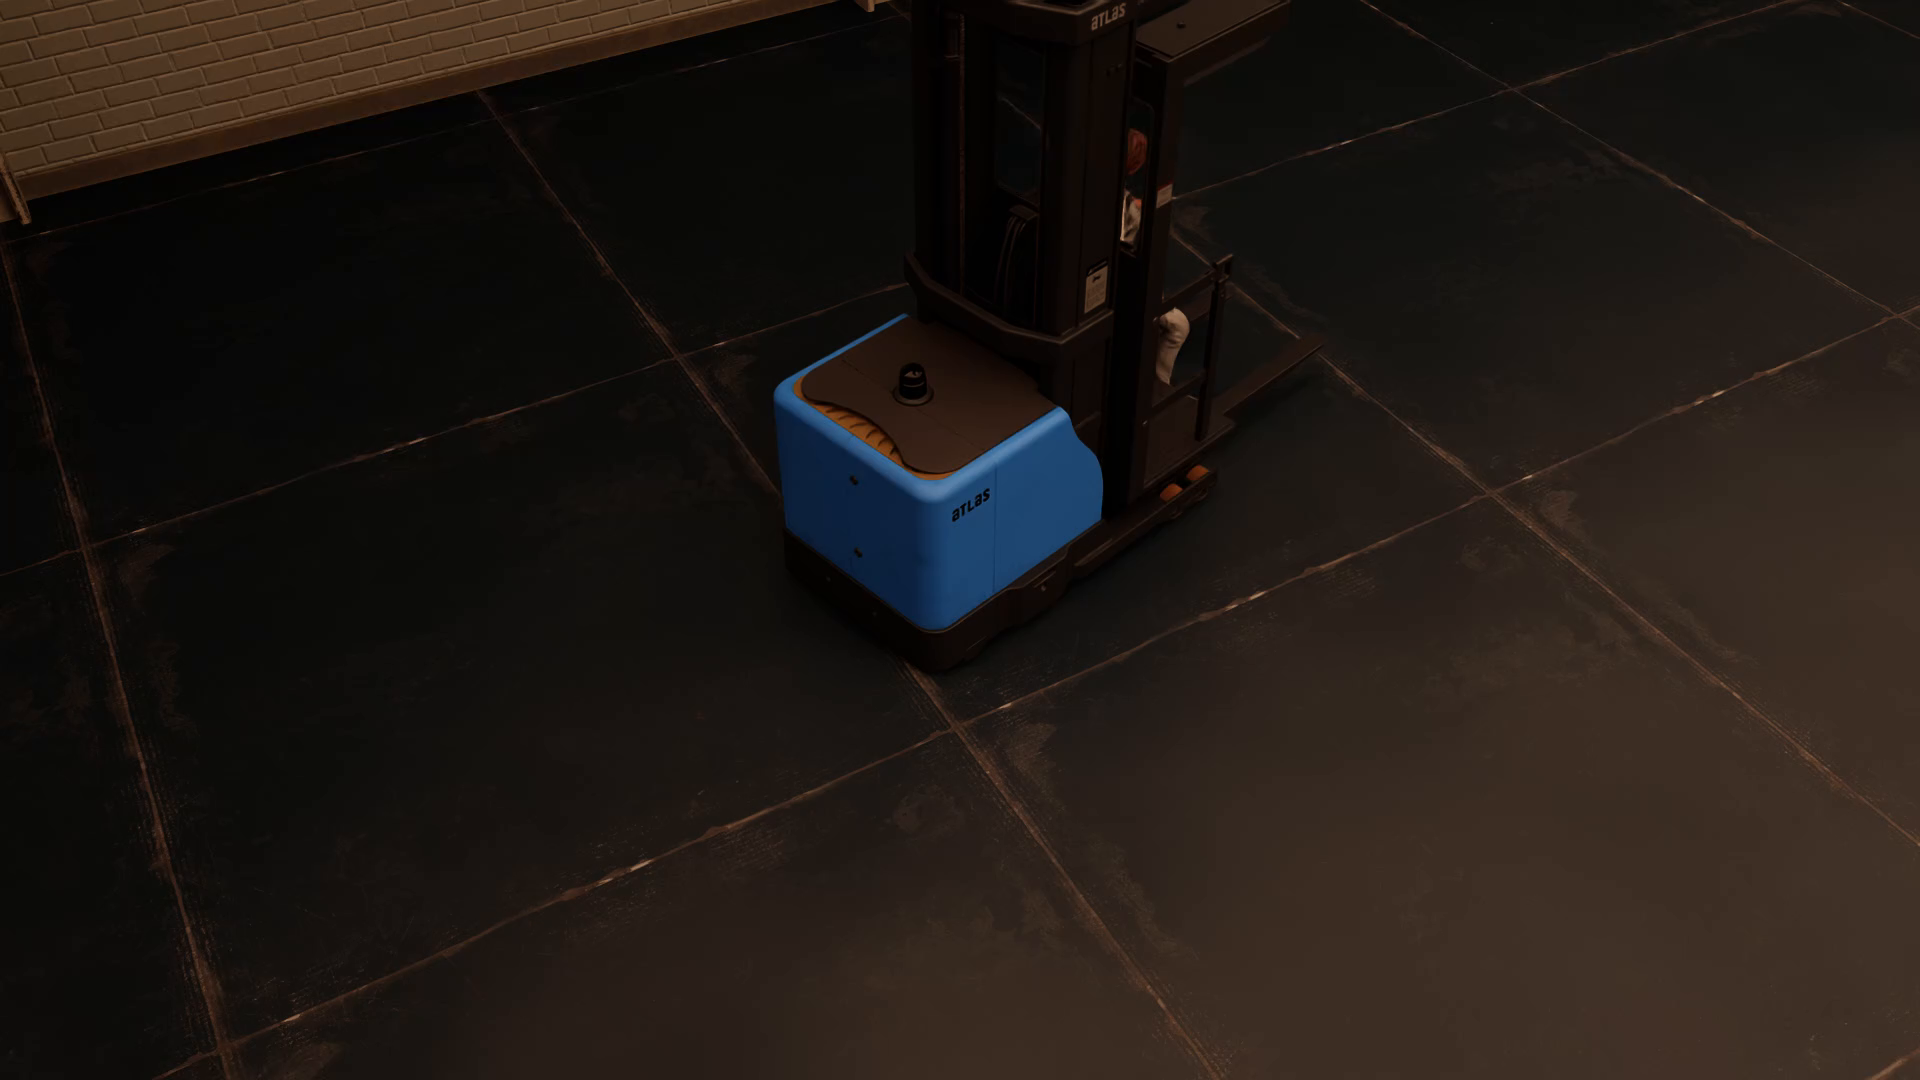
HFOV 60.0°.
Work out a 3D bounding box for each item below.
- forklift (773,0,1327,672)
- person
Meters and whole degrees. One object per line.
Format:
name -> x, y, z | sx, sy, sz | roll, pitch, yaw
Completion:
forklift -> 0.600, -1.403, 7.210 | 3.031, 2.935, 1.130 | -34, 52, -31
person -> 0.783, -1.355, 8.224 | 0.741, 1.490, 0.856 | -5, 43, -6
